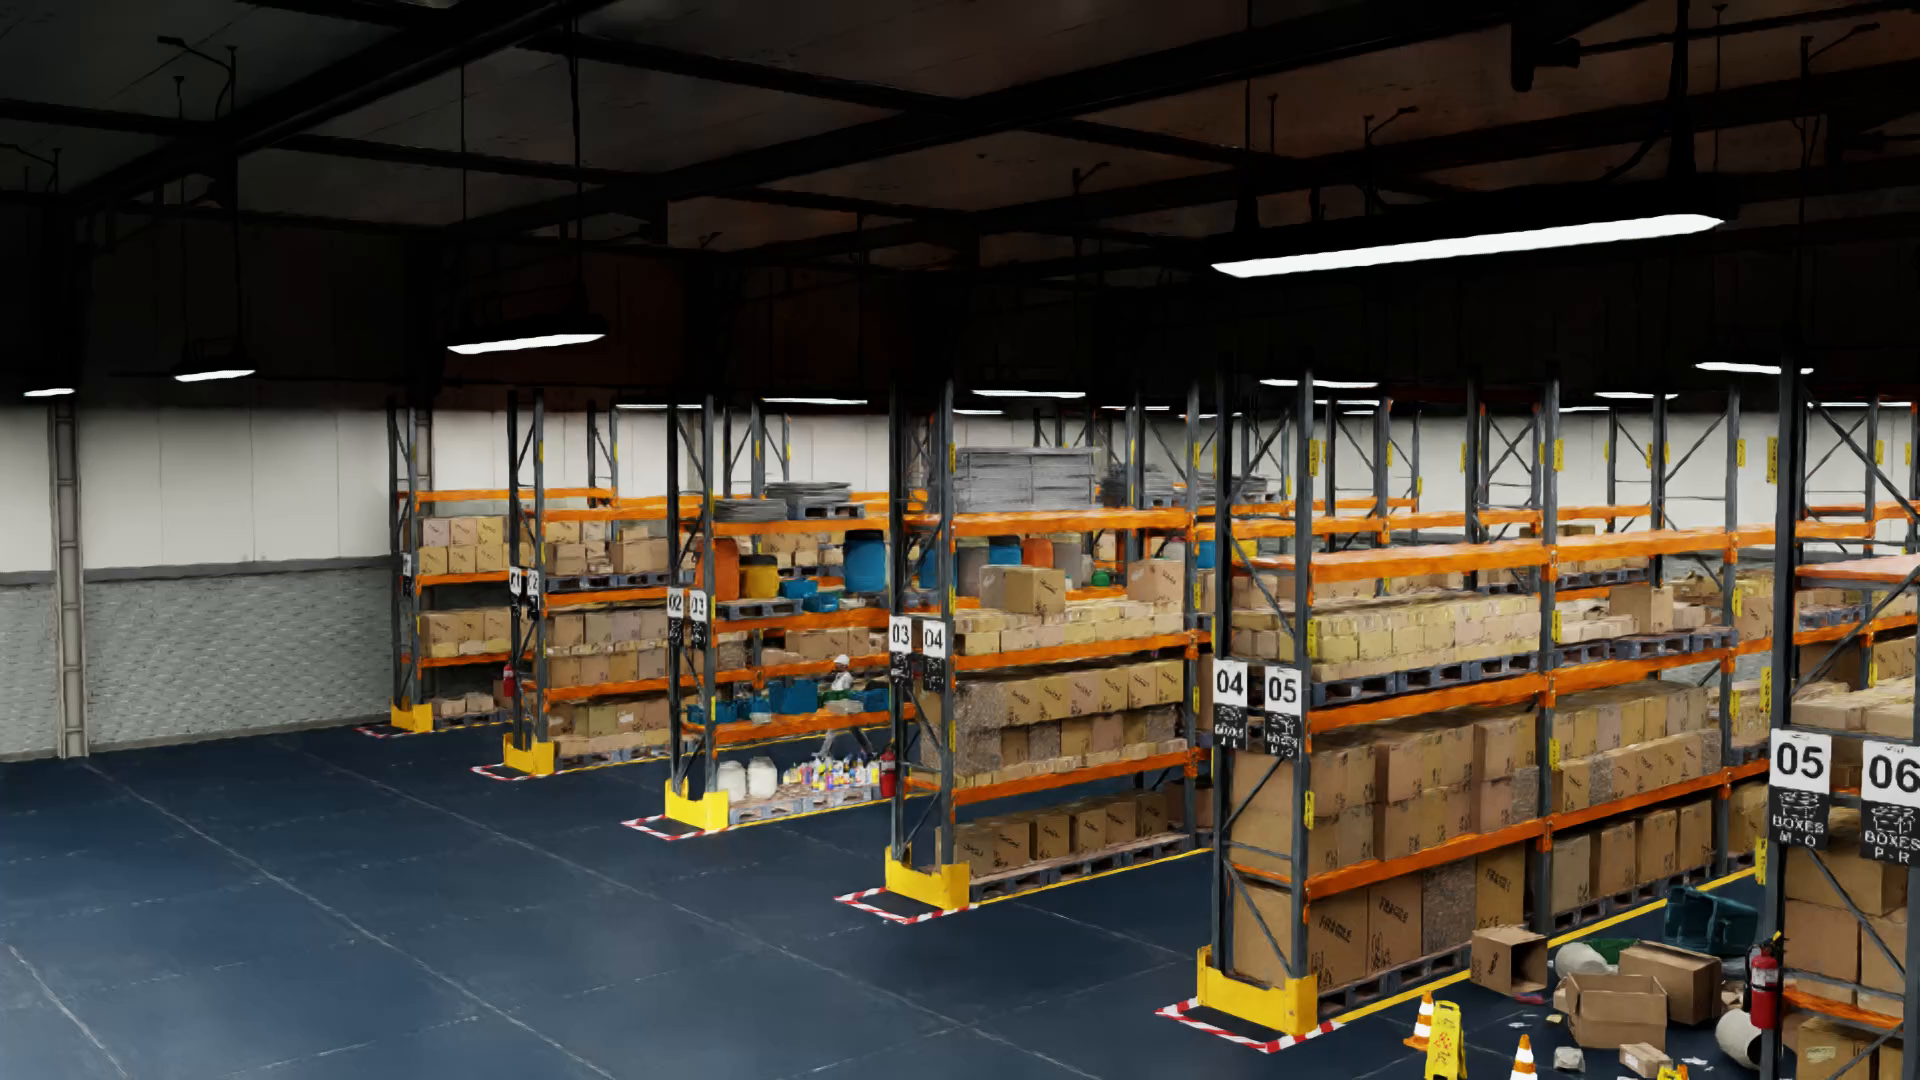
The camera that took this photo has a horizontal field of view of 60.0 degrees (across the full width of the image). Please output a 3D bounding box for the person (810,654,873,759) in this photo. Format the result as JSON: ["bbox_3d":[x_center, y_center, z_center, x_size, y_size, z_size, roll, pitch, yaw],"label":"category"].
[{"bbox_3d":[-1.907,2.718,27.078,1.024,1.715,0.538,-2,4,-31],"label":"person"}]
